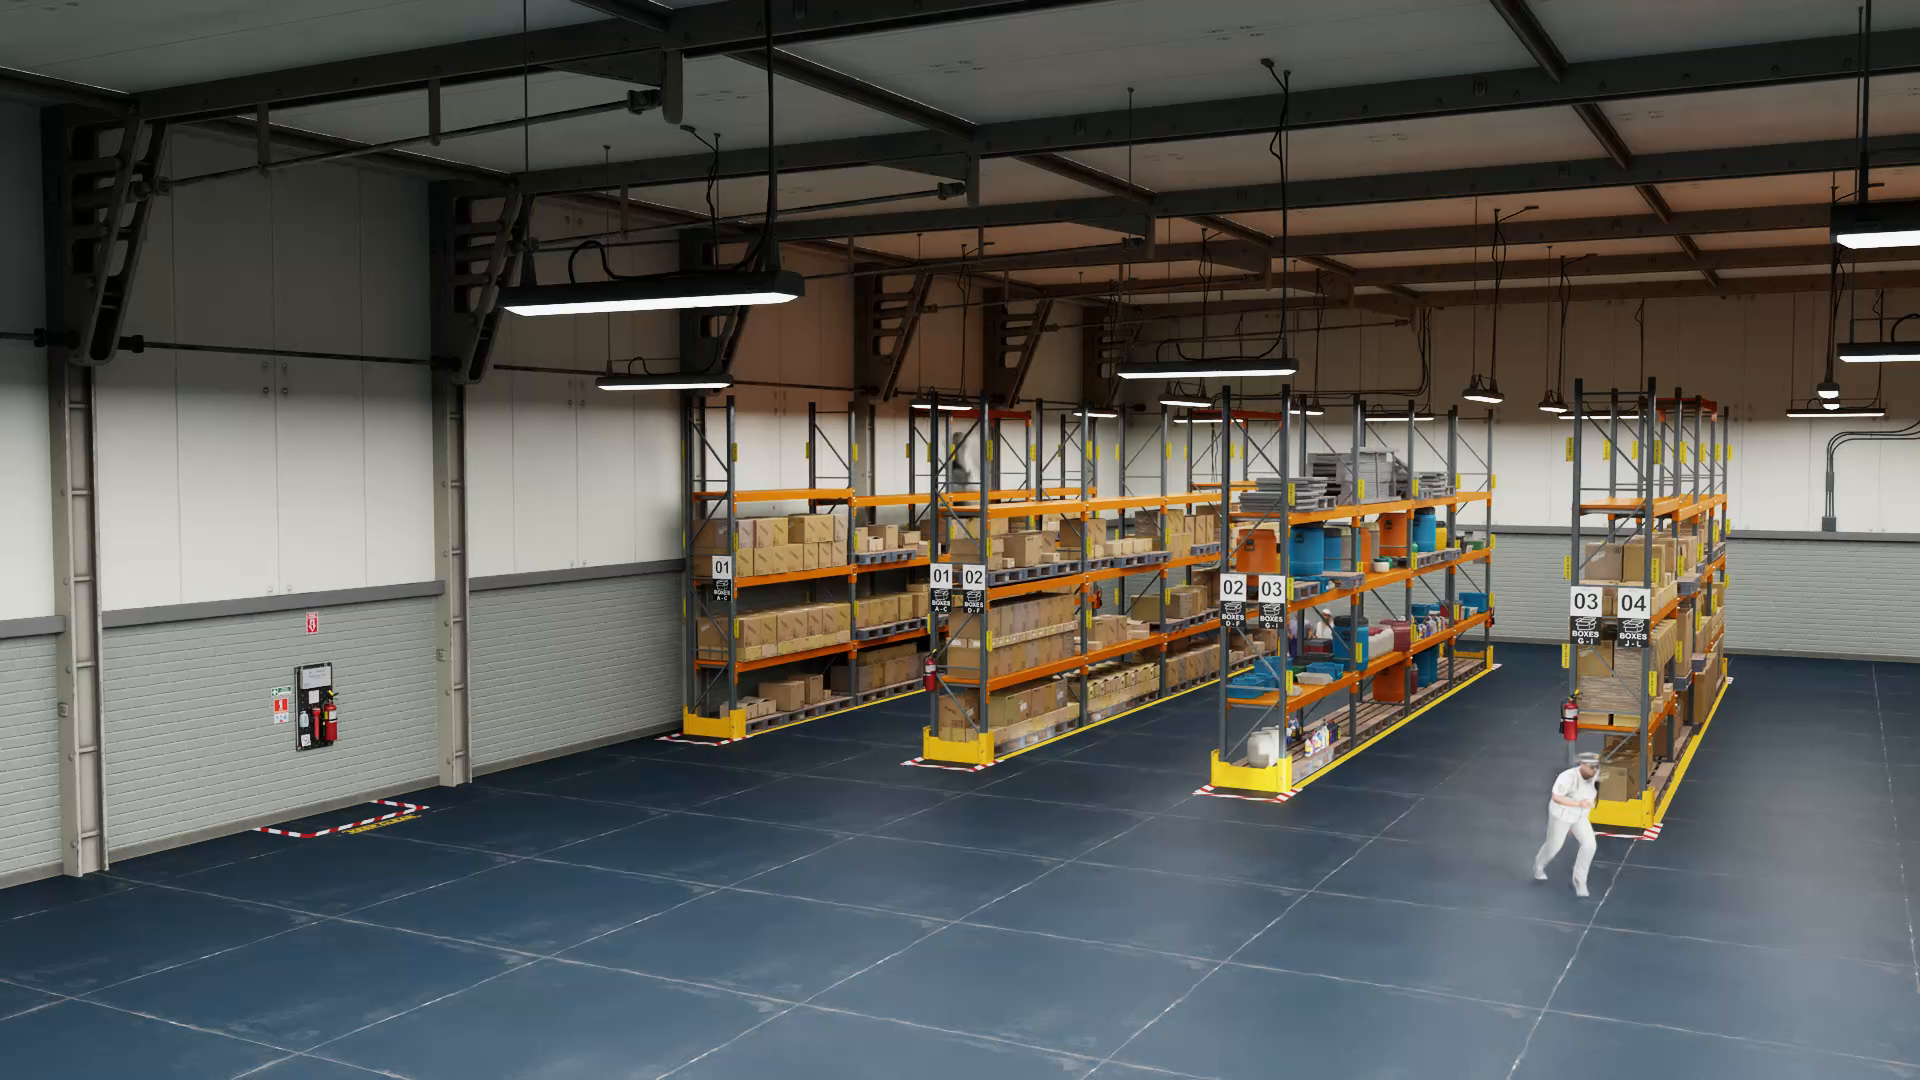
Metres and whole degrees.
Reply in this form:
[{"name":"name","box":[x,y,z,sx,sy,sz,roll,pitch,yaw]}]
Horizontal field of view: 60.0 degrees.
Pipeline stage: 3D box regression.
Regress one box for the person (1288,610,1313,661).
[{"name":"person","box":[7.395,2.287,36.418,0.600,1.608,0.538,1,3,23]}]

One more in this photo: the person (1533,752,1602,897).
[{"name":"person","box":[6.954,3.213,19.006,0.705,1.712,1.021,-1,3,-19]}]

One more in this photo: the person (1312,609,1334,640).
[{"name":"person","box":[7.626,2.311,34.646,0.651,1.751,0.715,2,4,34]}]
